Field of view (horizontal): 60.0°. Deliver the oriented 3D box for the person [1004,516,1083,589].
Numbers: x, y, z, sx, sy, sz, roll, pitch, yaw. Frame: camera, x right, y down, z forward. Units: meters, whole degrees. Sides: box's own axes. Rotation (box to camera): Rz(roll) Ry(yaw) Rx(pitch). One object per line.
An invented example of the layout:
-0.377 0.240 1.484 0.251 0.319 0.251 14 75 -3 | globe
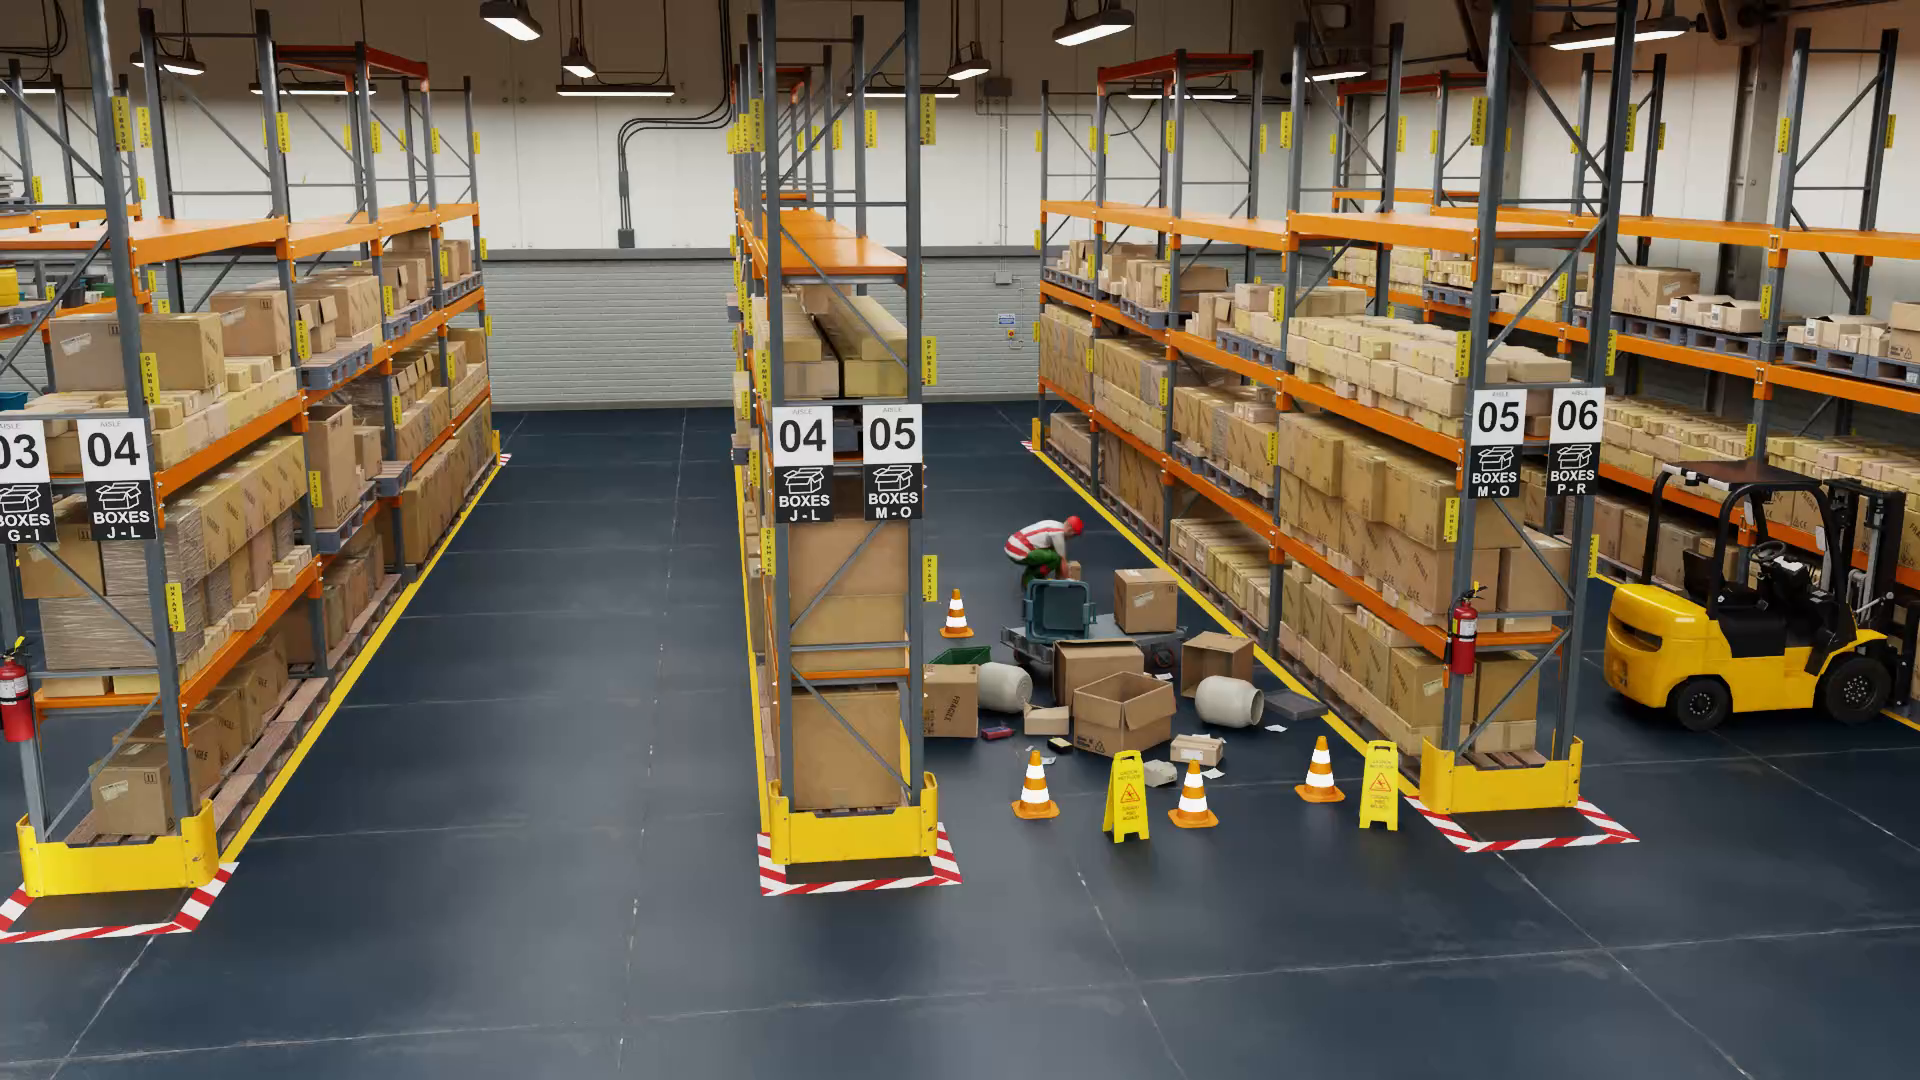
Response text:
0.970 0.180 19.059 0.916 0.876 0.534 -2 13 -9 | person
